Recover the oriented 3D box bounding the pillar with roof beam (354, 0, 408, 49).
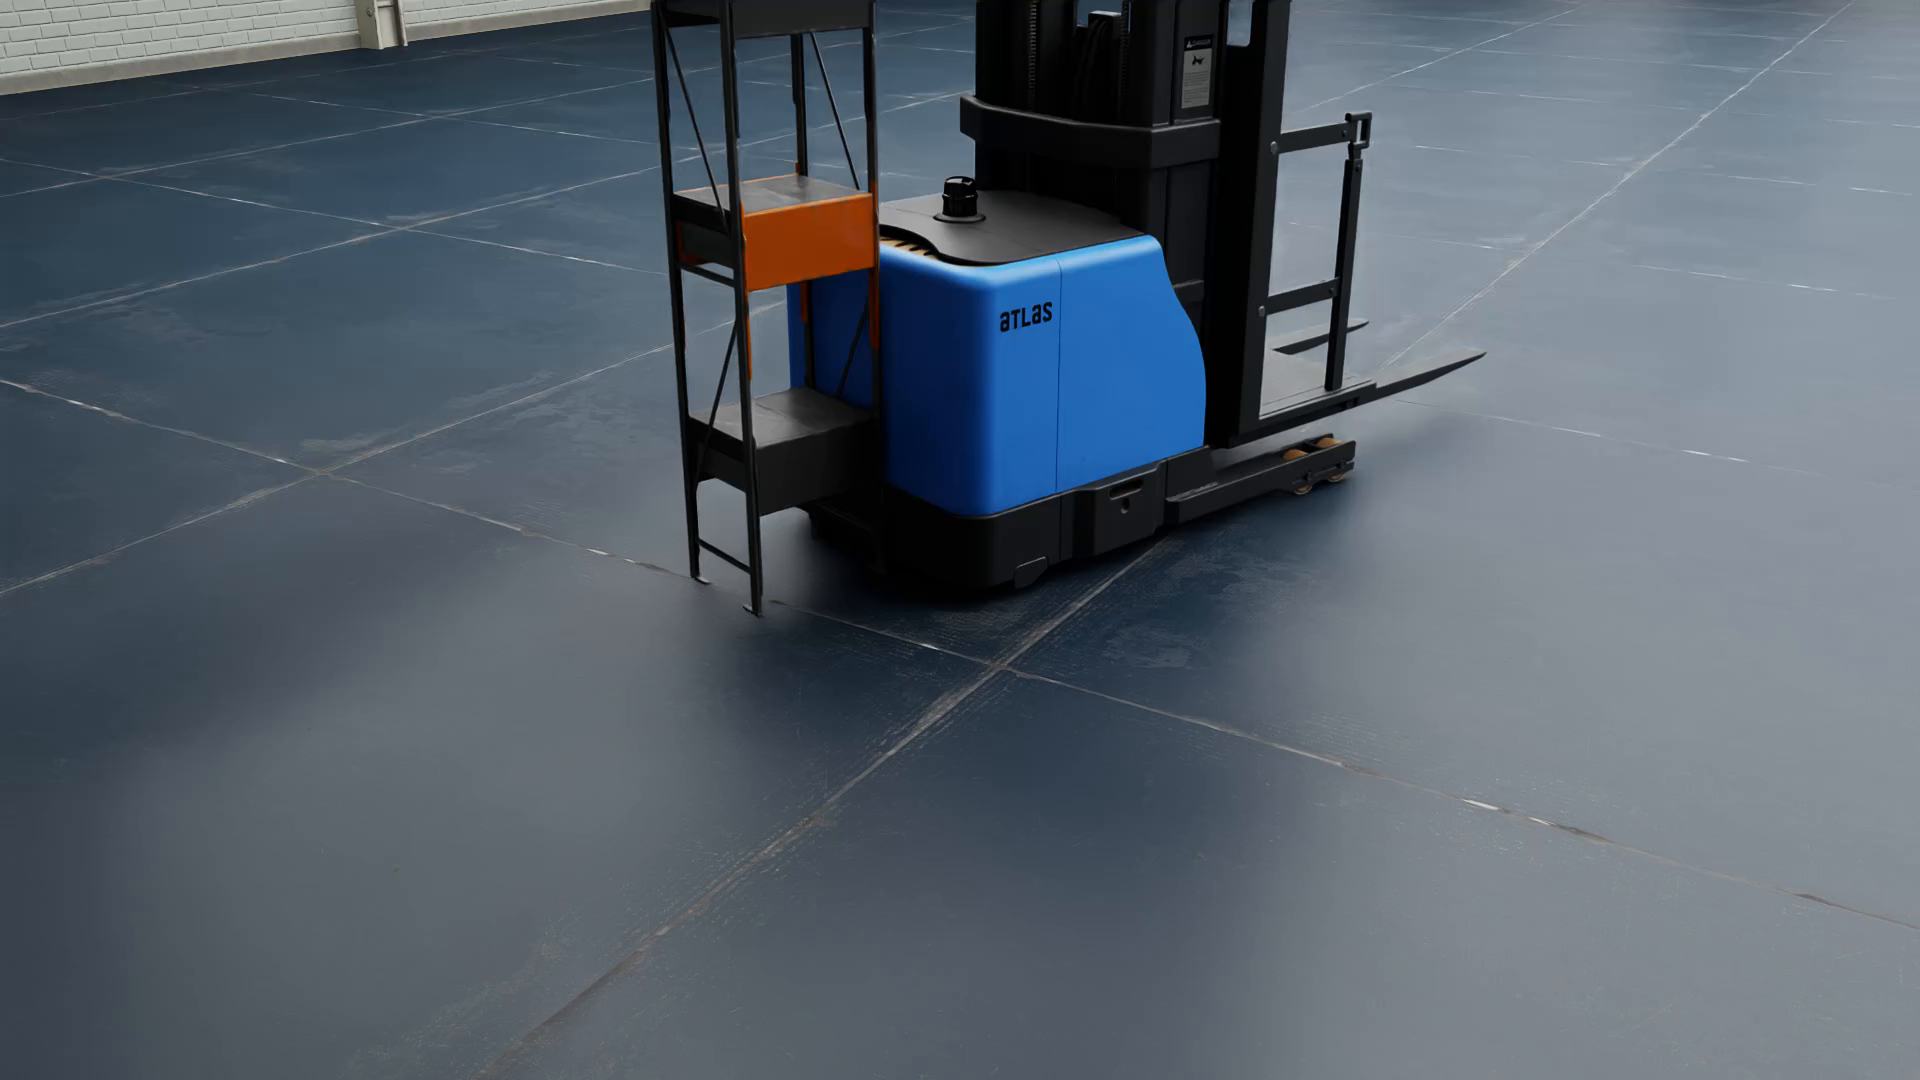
[{"bbox_3d":[-2.675,-8.655,14.416,9.100,9.000,0.400,14,27,29],"label":"pillar with roof beam"}]

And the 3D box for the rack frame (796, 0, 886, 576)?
[{"bbox_3d":[-0.378,-0.907,5.202,0.015,2.100,0.400,-18,29,-36],"label":"rack frame"}]

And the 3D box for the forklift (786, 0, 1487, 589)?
[{"bbox_3d":[0.855,-1.654,5.882,3.031,2.935,1.130,-18,29,-36],"label":"forklift"}]

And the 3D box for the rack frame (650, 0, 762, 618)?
[{"bbox_3d":[-0.752,-0.782,4.915,0.015,2.100,0.400,-18,29,-36],"label":"rack frame"}]

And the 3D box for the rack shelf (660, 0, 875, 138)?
[{"bbox_3d":[-0.565,-1.475,4.786,0.480,0.518,0.431,-18,29,-36],"label":"rack shelf"}]

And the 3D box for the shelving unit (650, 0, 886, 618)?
[{"bbox_3d":[-0.565,-0.845,5.058,0.503,2.100,0.431,-18,29,-36],"label":"shelving unit"}]

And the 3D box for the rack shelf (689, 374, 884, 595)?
[{"bbox_3d":[-0.565,-0.190,5.342,0.480,0.518,0.431,-18,29,-36],"label":"rack shelf"}]

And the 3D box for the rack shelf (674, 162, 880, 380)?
[{"bbox_3d":[-0.565,-0.832,5.064,0.480,0.518,0.431,-18,29,-36],"label":"rack shelf"}]
